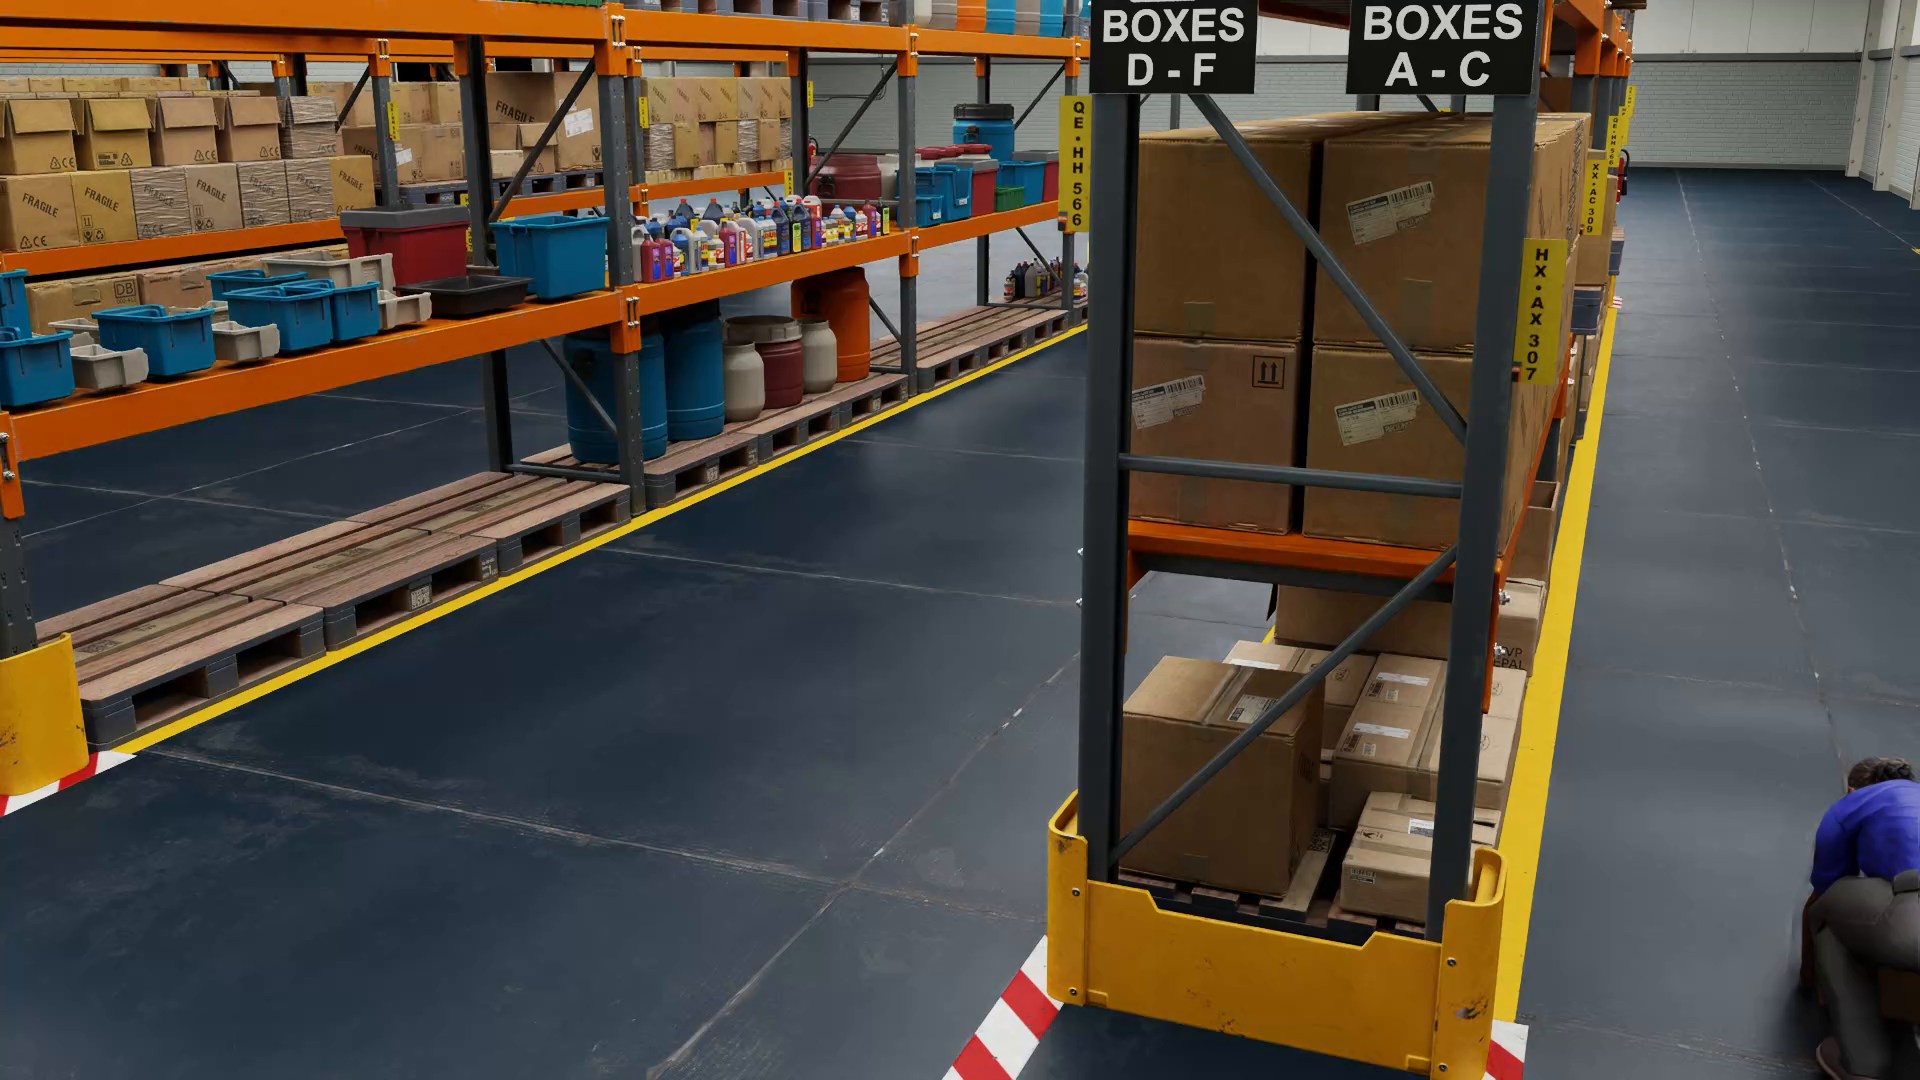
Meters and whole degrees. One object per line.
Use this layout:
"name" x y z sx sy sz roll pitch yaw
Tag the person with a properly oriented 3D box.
"person" 2.411 1.001 4.211 0.461 0.769 0.871 4 16 15
